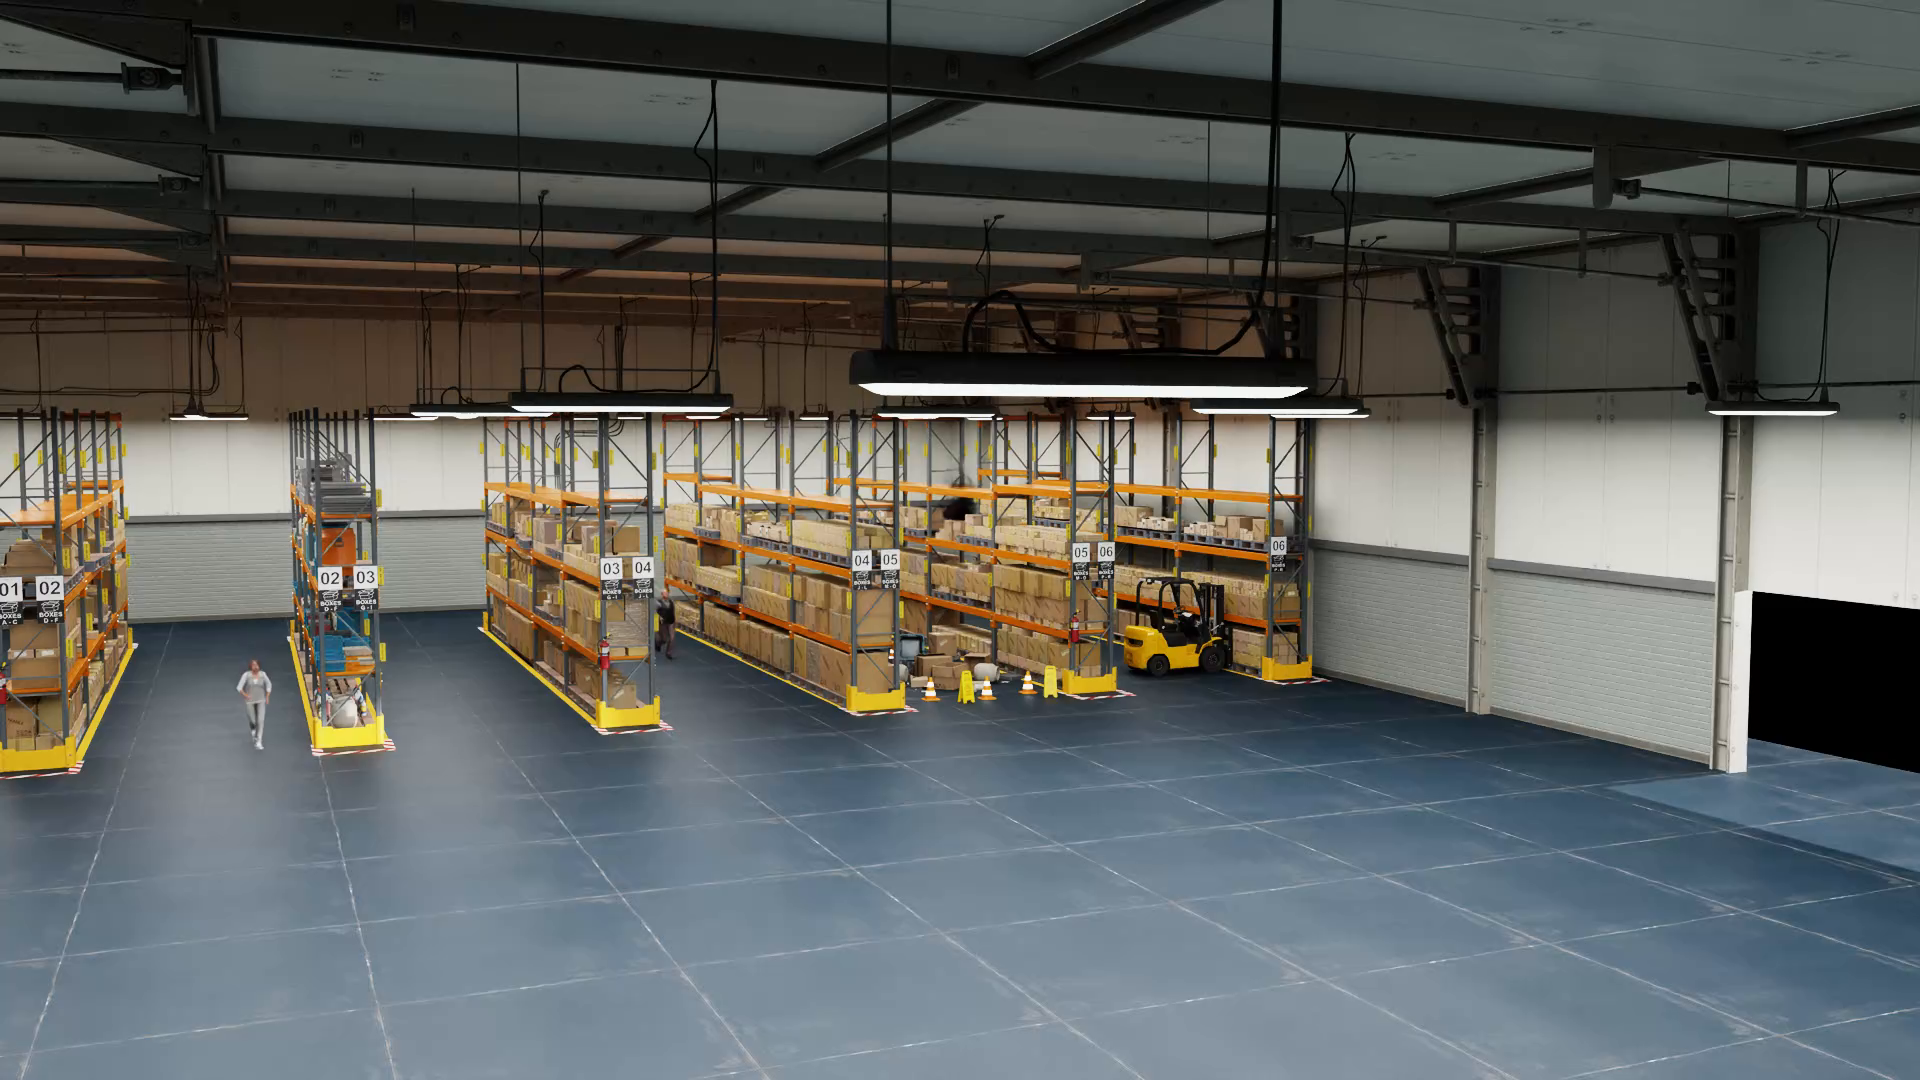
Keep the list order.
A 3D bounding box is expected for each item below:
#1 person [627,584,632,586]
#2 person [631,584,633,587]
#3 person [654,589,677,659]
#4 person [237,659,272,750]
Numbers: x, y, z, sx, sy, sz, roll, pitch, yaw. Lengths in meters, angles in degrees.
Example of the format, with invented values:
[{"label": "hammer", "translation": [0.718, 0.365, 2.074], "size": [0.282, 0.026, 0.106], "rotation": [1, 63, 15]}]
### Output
[{"label": "person", "translation": [-9.661, 1.587, 47.261], "size": [0.778, 1.679, 0.686], "rotation": [1, 4, 9]}, {"label": "person", "translation": [-8.687, 1.757, 45.142], "size": [0.586, 1.671, 0.719], "rotation": [-1, 4, -13]}, {"label": "person", "translation": [-7.194, 2.046, 40.590], "size": [0.669, 1.696, 0.737], "rotation": [-3, 5, -35]}, {"label": "person", "translation": [-12.485, 2.890, 29.453], "size": [0.575, 1.590, 0.678], "rotation": [-2, 5, -27]}]
